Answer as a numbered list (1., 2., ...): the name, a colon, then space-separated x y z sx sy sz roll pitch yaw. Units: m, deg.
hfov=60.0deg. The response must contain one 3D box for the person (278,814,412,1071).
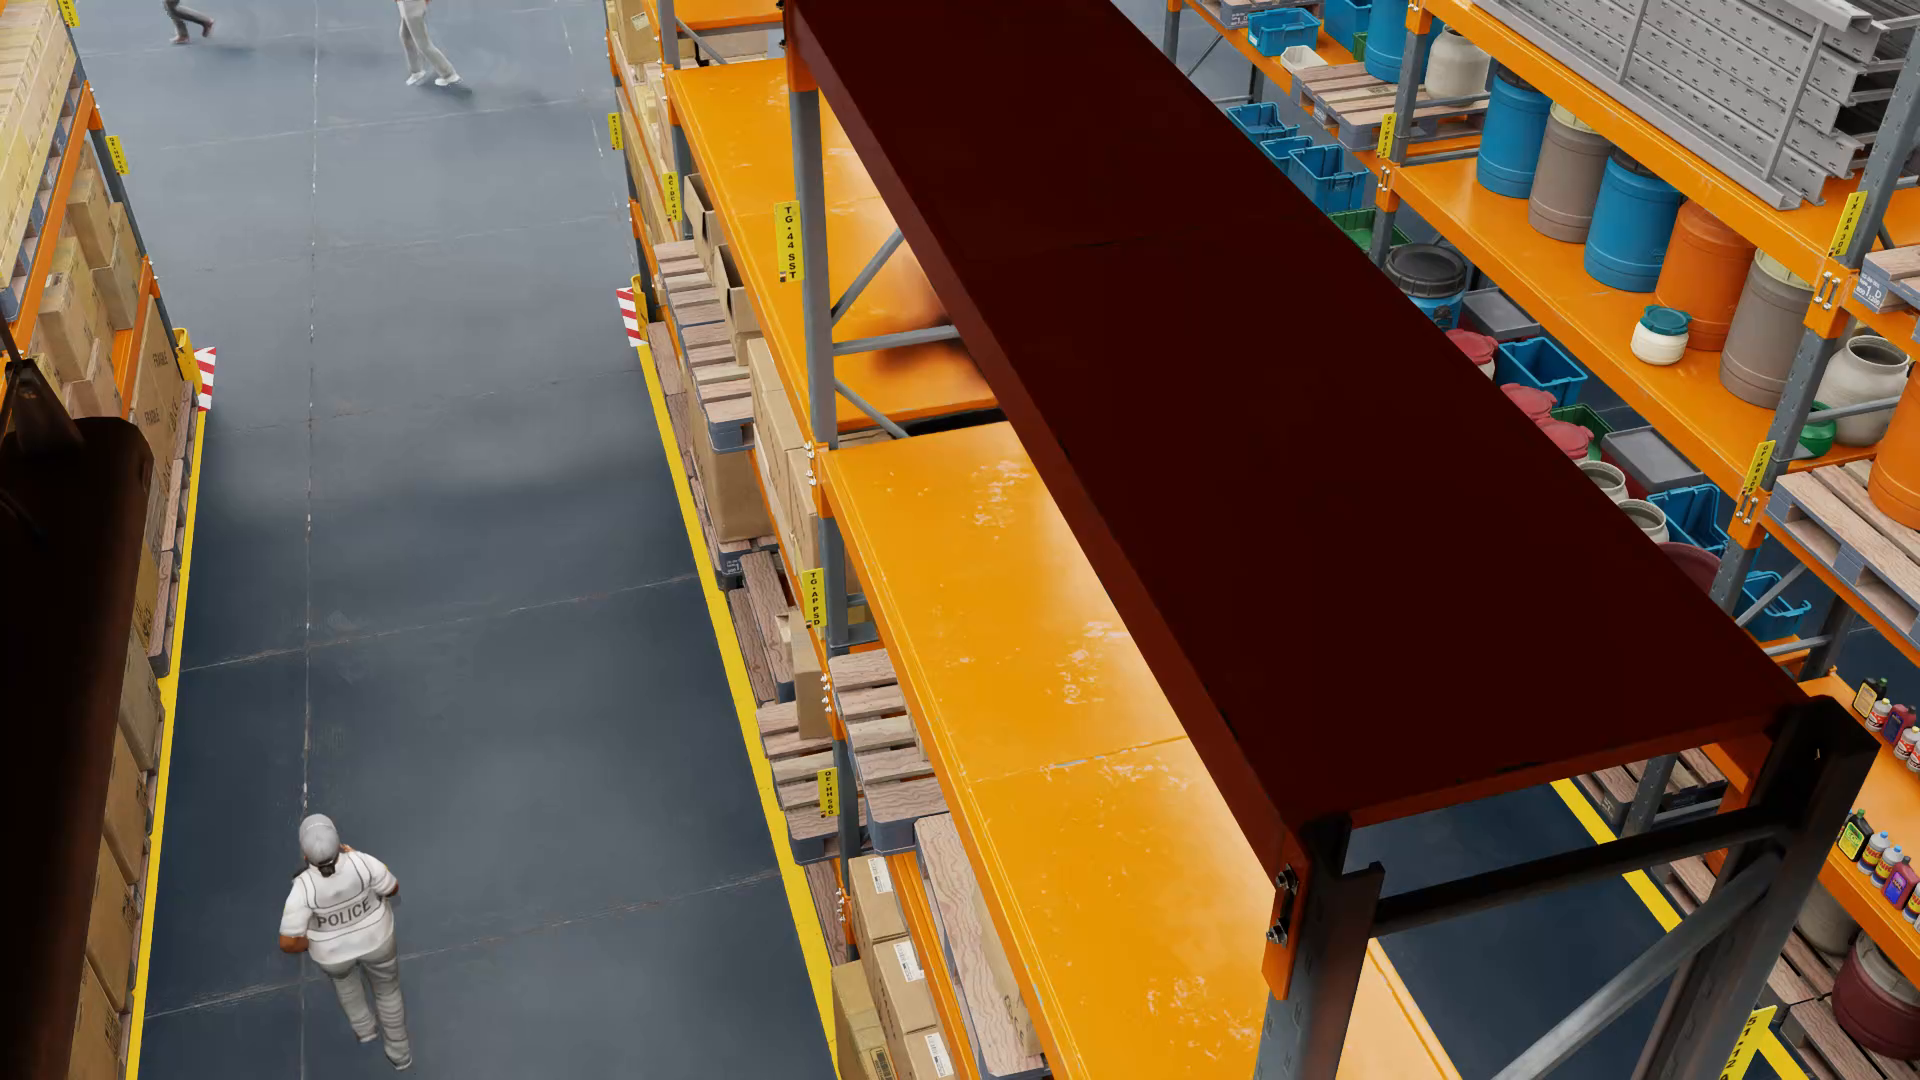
1. person: -3.107 2.048 8.500 0.586 1.766 0.650 -16 41 -19

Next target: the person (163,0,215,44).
1. person: -9.475 -6.770 20.077 0.707 1.649 0.576 9 39 11

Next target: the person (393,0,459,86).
1. person: -6.204 -5.986 19.029 0.770 1.725 0.538 5 39 7
